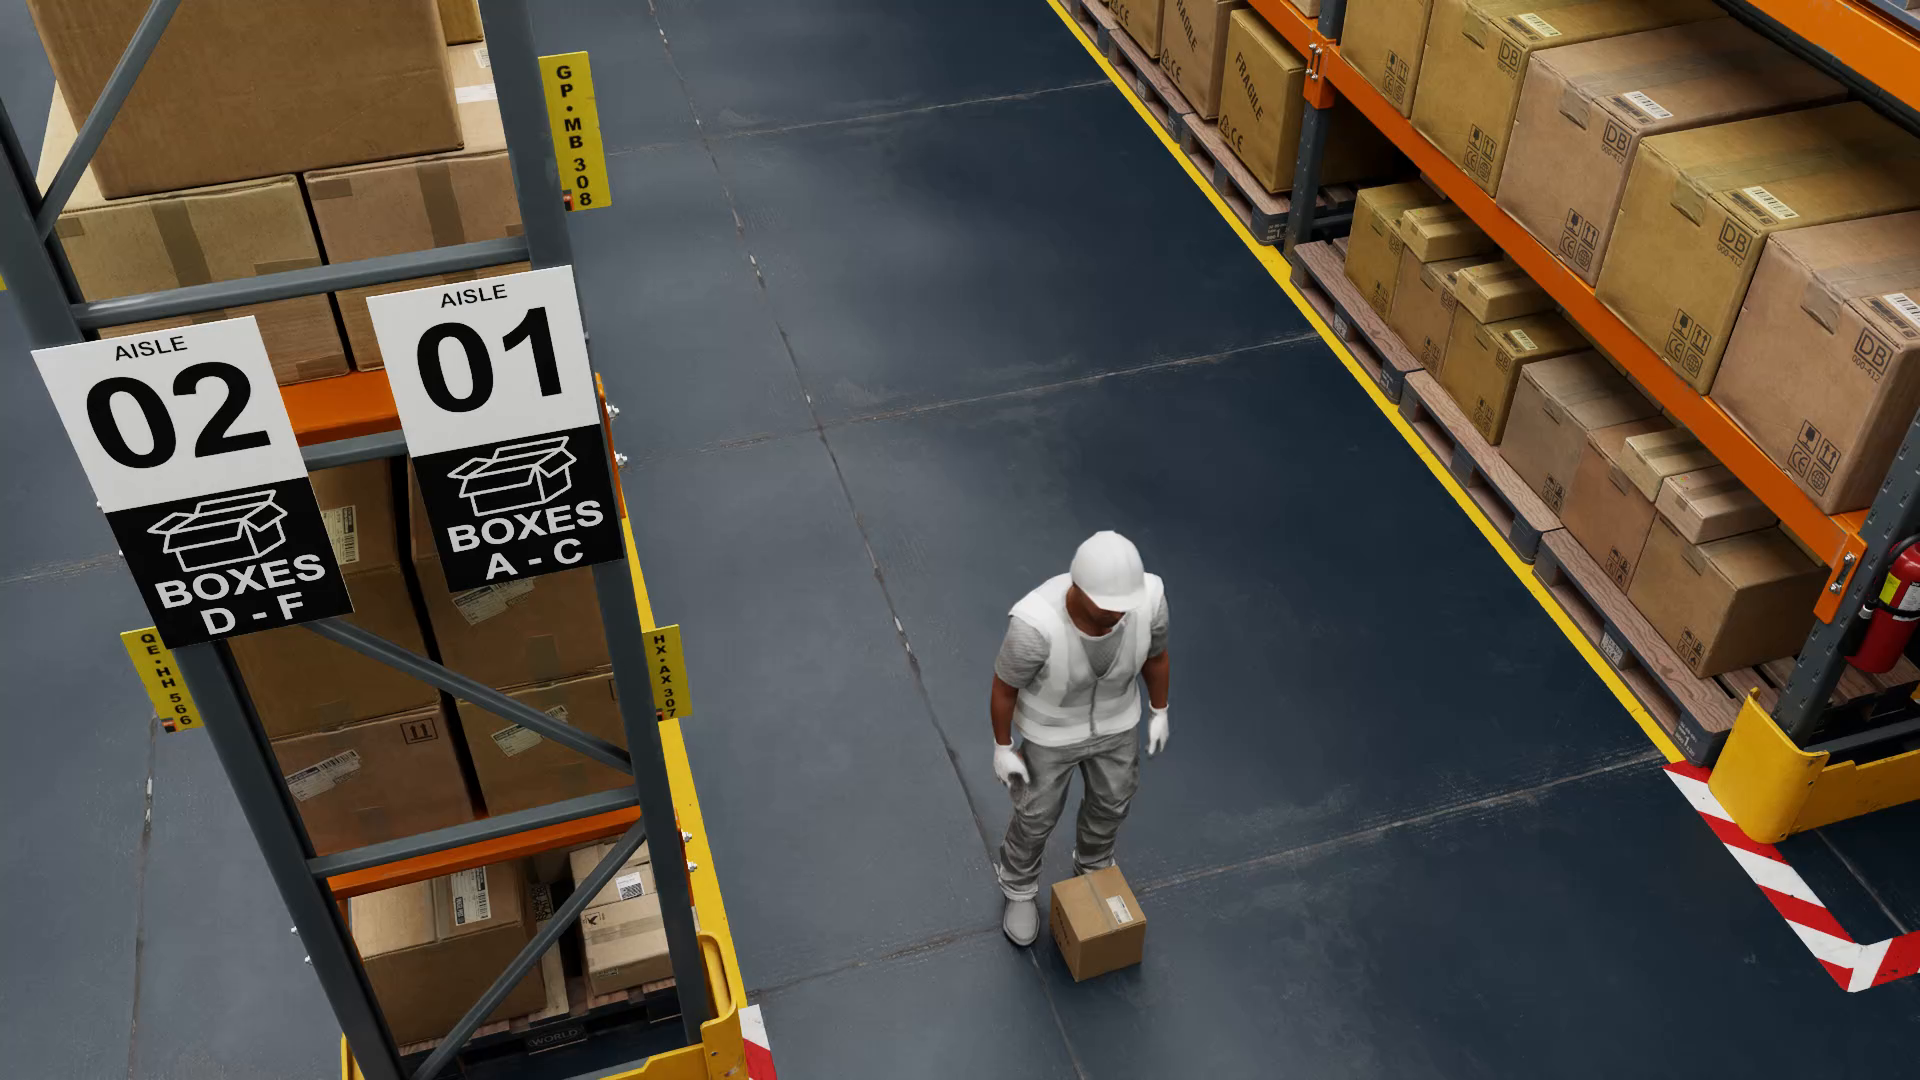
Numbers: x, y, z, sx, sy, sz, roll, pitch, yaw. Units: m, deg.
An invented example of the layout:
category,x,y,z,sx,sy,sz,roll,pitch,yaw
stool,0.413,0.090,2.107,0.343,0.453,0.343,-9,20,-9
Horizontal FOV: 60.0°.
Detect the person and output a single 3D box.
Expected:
category,x,y,z,sx,sy,sz,roll,pitch,yaw
person,0.396,0.628,5.451,0.617,1.774,0.450,-12,43,-13
